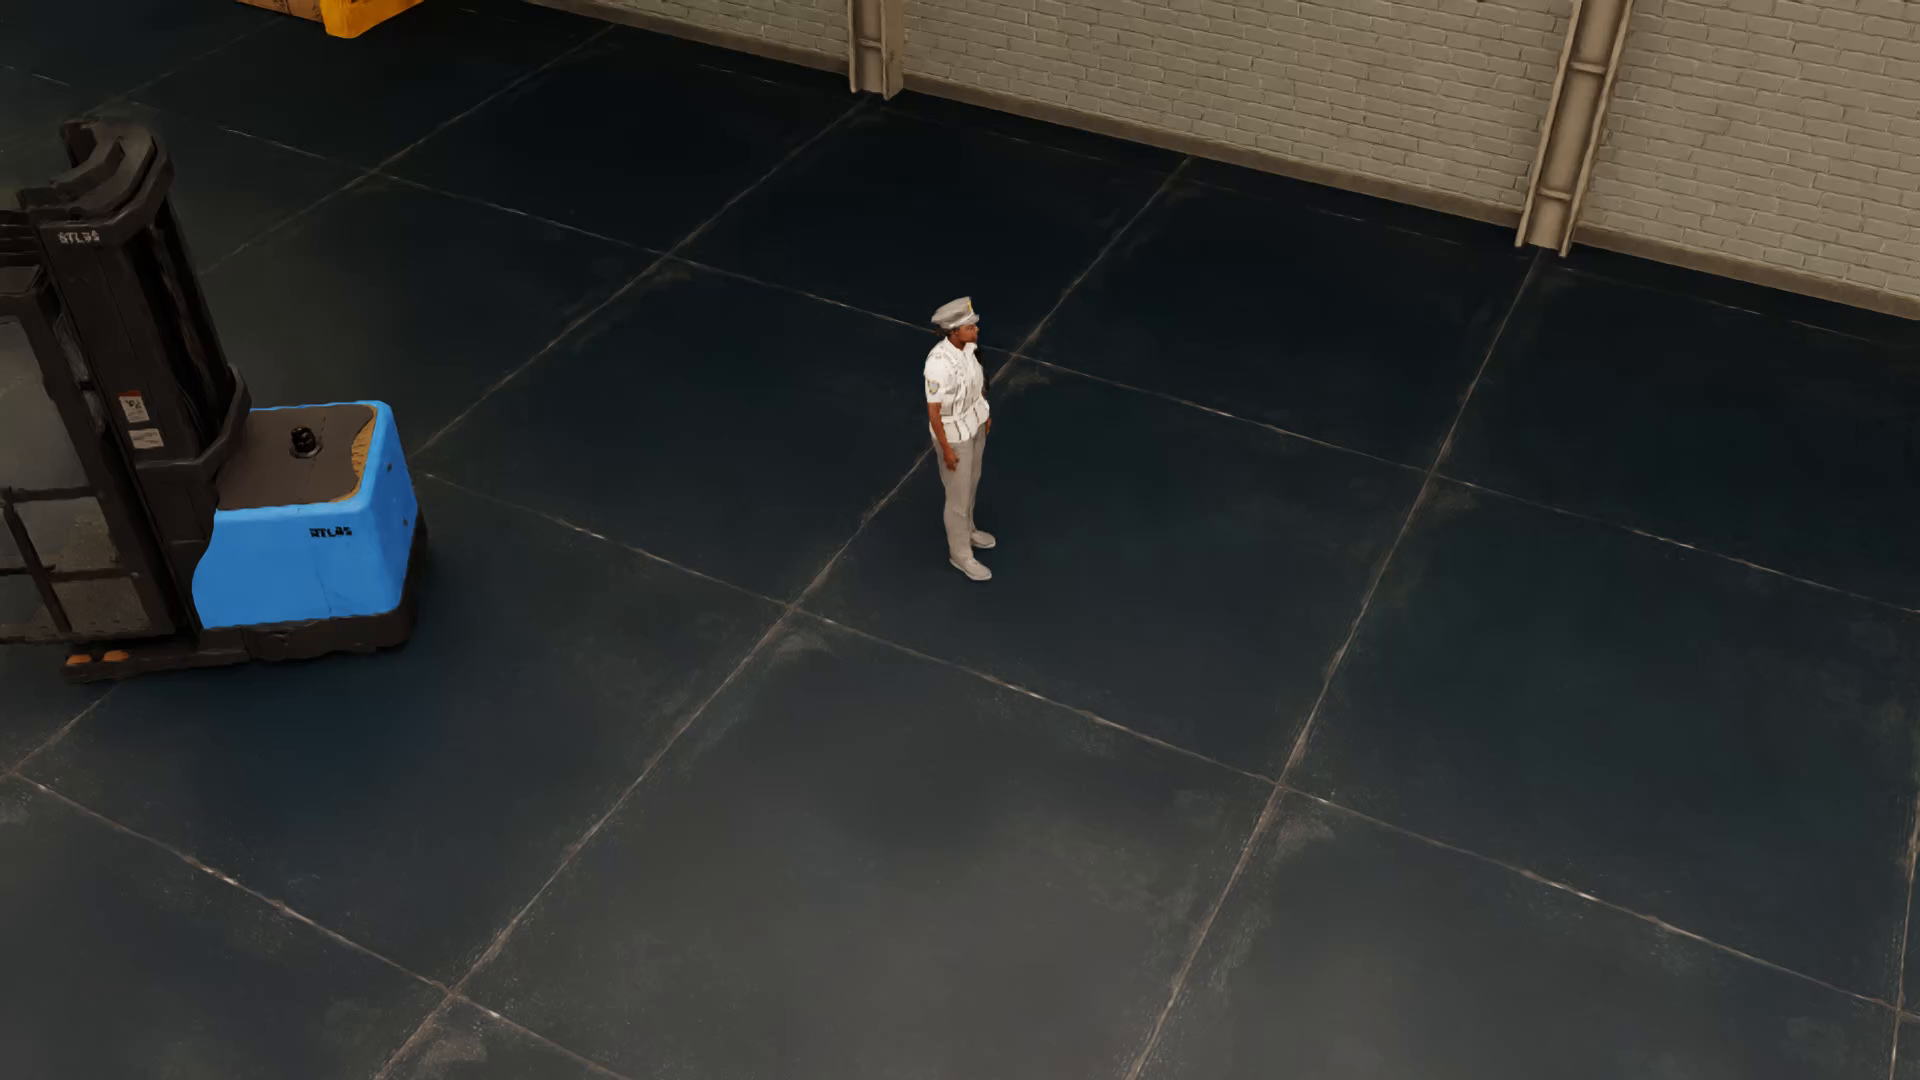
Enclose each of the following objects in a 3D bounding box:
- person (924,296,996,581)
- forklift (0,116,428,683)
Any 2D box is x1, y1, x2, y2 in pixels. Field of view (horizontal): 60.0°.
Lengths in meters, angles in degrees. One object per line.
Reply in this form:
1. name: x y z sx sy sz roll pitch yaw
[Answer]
1. person: 0.058 -0.621 9.671 0.529 1.695 0.570 18 43 21
2. forklift: -4.699 -0.685 8.800 3.031 2.935 1.130 -5 40 -6
